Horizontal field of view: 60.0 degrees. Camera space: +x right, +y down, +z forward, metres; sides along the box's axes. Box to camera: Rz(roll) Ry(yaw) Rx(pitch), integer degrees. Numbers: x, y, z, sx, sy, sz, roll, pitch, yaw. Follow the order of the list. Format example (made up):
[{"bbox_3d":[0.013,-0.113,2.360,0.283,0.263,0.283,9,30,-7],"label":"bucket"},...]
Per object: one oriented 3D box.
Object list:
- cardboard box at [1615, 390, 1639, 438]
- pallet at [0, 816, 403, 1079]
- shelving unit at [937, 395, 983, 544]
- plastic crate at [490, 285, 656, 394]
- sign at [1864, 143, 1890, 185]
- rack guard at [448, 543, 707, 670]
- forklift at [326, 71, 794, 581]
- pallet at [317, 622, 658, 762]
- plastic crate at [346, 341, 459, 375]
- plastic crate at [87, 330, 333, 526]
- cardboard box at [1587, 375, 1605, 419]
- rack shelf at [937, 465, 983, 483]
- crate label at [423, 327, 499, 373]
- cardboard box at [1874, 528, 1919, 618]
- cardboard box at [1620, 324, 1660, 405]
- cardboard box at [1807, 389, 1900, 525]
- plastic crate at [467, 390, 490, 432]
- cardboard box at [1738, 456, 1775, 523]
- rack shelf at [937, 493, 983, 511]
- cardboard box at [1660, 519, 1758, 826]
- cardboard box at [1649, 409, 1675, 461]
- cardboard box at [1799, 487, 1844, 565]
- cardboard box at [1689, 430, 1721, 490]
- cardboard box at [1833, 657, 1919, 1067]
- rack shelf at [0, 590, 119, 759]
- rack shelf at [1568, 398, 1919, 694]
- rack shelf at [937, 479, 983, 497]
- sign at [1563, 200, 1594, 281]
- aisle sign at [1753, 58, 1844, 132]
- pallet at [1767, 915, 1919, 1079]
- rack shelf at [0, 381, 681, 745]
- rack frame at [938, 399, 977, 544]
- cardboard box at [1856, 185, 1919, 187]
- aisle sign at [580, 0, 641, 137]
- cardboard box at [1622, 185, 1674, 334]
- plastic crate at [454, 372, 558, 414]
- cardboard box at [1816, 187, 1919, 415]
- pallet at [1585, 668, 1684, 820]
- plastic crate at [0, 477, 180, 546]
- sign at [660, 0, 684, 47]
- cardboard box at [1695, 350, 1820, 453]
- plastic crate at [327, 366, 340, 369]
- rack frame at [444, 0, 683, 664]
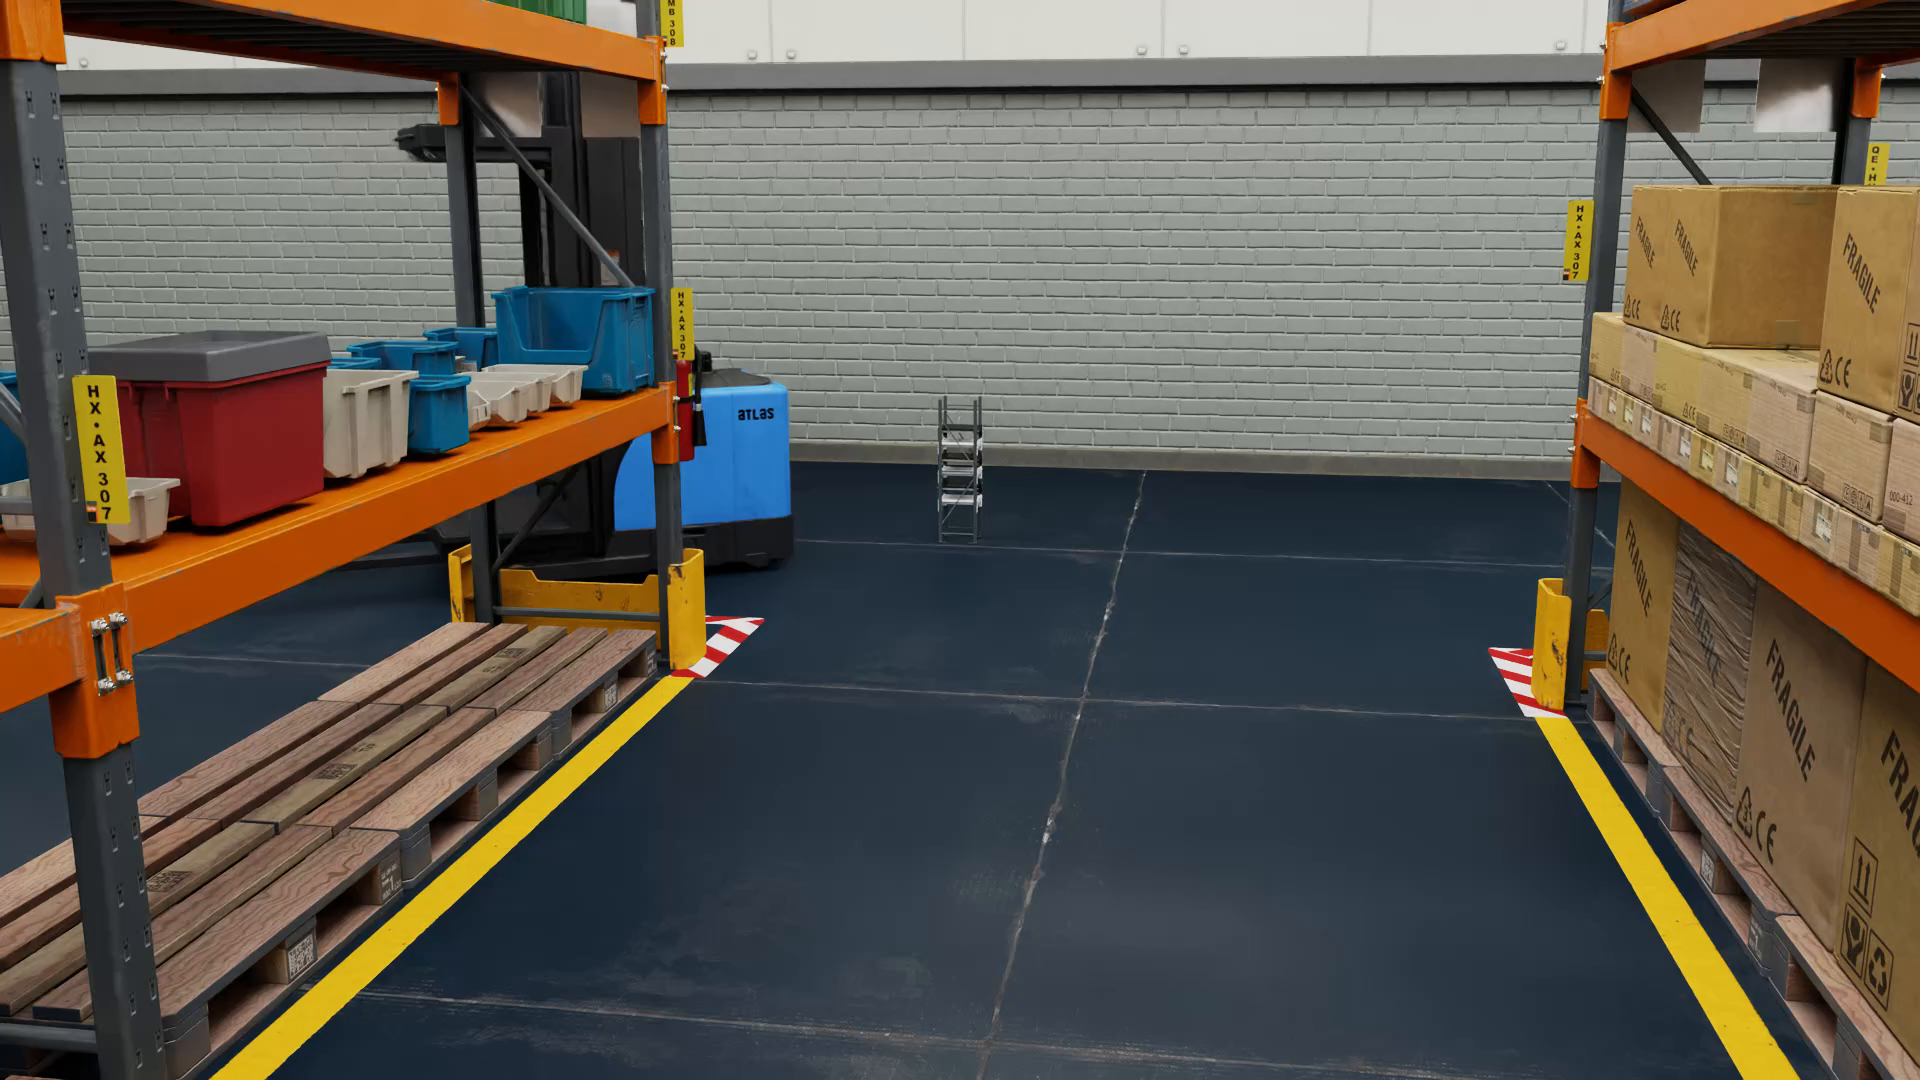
[{"bbox_3d":[2.636,-0.458,6.096,0.380,0.149,0.250,2,12,7],"label":"cardboard box"},{"bbox_3d":[-2.341,1.130,4.750,1.003,0.211,1.213,2,12,9],"label":"pallet"},{"bbox_3d":[0.001,-0.442,10.406,0.258,0.900,0.210,2,12,9],"label":"shelving unit"},{"bbox_3d":[-1.667,-0.882,7.242,0.616,0.435,0.499,2,12,9],"label":"plastic crate"},{"bbox_3d":[3.628,-1.412,6.617,0.100,0.325,0.005,2,12,9],"label":"sign"},{"bbox_3d":[-1.809,0.305,7.892,1.175,0.500,0.348,2,12,9],"label":"rack guard"},{"bbox_3d":[-2.539,-1.240,9.292,3.031,2.935,1.130,-5,13,-23],"label":"forklift"},{"bbox_3d":[-1.965,0.622,7.106,1.003,0.211,1.213,2,12,9],"label":"pallet"},{"bbox_3d":[-2.265,-0.681,6.790,0.416,0.233,0.300,2,12,9],"label":"plastic crate"},{"bbox_3d":[-2.030,-0.317,4.551,0.402,0.464,0.583,2,12,9],"label":"plastic crate"},{"bbox_3d":[2.713,-0.565,6.592,0.380,0.149,0.250,2,12,9],"label":"cardboard box"},{"bbox_3d":[0.001,-0.409,10.413,0.258,0.077,0.200,2,12,9],"label":"rack shelf"},{"bbox_3d":[-2.164,-0.818,7.426,0.416,0.233,0.303,2,12,9],"label":"crate label"},{"bbox_3d":[2.241,0.077,3.614,0.380,0.149,0.250,2,12,10],"label":"cardboard box"},{"bbox_3d":[2.680,-0.624,5.917,0.500,0.250,0.500,2,12,8],"label":"cardboard box"},{"bbox_3d":[2.364,-0.199,3.946,0.500,0.250,0.500,2,12,10],"label":"cardboard box"},{"bbox_3d":[-1.852,-0.456,5.971,0.298,0.136,0.250,2,12,9],"label":"plastic crate"},{"bbox_3d":[2.399,-0.137,4.607,0.380,0.149,0.250,2,12,8],"label":"cardboard box"},{"bbox_3d":[0.001,-0.233,10.451,0.258,0.077,0.200,2,12,9],"label":"rack shelf"},{"bbox_3d":[2.934,0.407,5.529,0.875,0.875,0.875,2,12,9],"label":"cardboard box"},{"bbox_3d":[2.557,-0.351,5.599,0.380,0.149,0.250,2,12,8],"label":"cardboard box"},{"bbox_3d":[2.320,-0.030,4.110,0.380,0.149,0.250,2,12,10],"label":"cardboard box"},{"bbox_3d":[2.478,-0.245,5.106,0.380,0.149,0.250,2,12,7],"label":"cardboard box"},{"bbox_3d":[2.659,0.780,3.800,0.875,0.875,0.875,2,12,9],"label":"cardboard box"},{"bbox_3d":[-2.723,0.689,1.884,1.077,0.370,4.000,2,12,9],"label":"rack shelf"},{"bbox_3d":[2.786,0.017,5.003,1.077,0.370,4.000,2,12,9],"label":"rack shelf"},{"bbox_3d":[0.001,-0.321,10.432,0.258,0.077,0.200,2,12,9],"label":"rack shelf"},{"bbox_3d":[2.546,-1.232,6.848,0.100,0.325,0.005,2,12,9],"label":"sign"},{"bbox_3d":[3.401,-2.027,6.609,0.394,0.787,0.004,2,12,9],"label":"aisle sign"},{"bbox_3d":[2.673,1.289,4.012,1.003,0.211,1.213,2,12,9],"label":"pallet"},{"bbox_3d":[-2.108,-0.144,5.747,1.077,0.370,4.000,2,12,9],"label":"rack shelf"},{"bbox_3d":[-0.014,-0.420,10.308,0.240,0.900,0.006,2,12,9],"label":"rack frame"},{"bbox_3d":[3.279,-1.080,6.254,0.500,0.500,0.500,2,12,9],"label":"cardboard box"},{"bbox_3d":[-1.500,-2.188,7.355,0.394,0.787,0.004,2,12,9],"label":"aisle sign"},{"bbox_3d":[2.676,-0.995,5.858,0.500,0.500,0.500,2,12,7],"label":"cardboard box"},{"bbox_3d":[-1.806,-0.577,6.532,0.396,0.136,0.243,2,12,9],"label":"plastic crate"},{"bbox_3d":[2.366,-0.566,3.868,0.500,0.500,0.500,2,12,9],"label":"cardboard box"},{"bbox_3d":[3.048,0.781,6.368,1.003,0.211,1.213,2,12,9],"label":"pallet"},{"bbox_3d":[-2.203,-0.072,4.189,0.396,0.136,0.243,2,12,9],"label":"plastic crate"},{"bbox_3d":[-1.254,-2.312,7.231,0.100,0.325,0.005,2,12,9],"label":"sign"},{"bbox_3d":[2.524,-0.410,4.927,0.500,0.250,0.500,2,12,8],"label":"cardboard box"},{"bbox_3d":[-2.412,-0.482,5.864,0.416,0.233,0.300,2,12,9],"label":"plastic crate"},{"bbox_3d":[-1.800,-0.912,7.603,1.000,3.000,0.127,2,12,9],"label":"rack frame"}]
